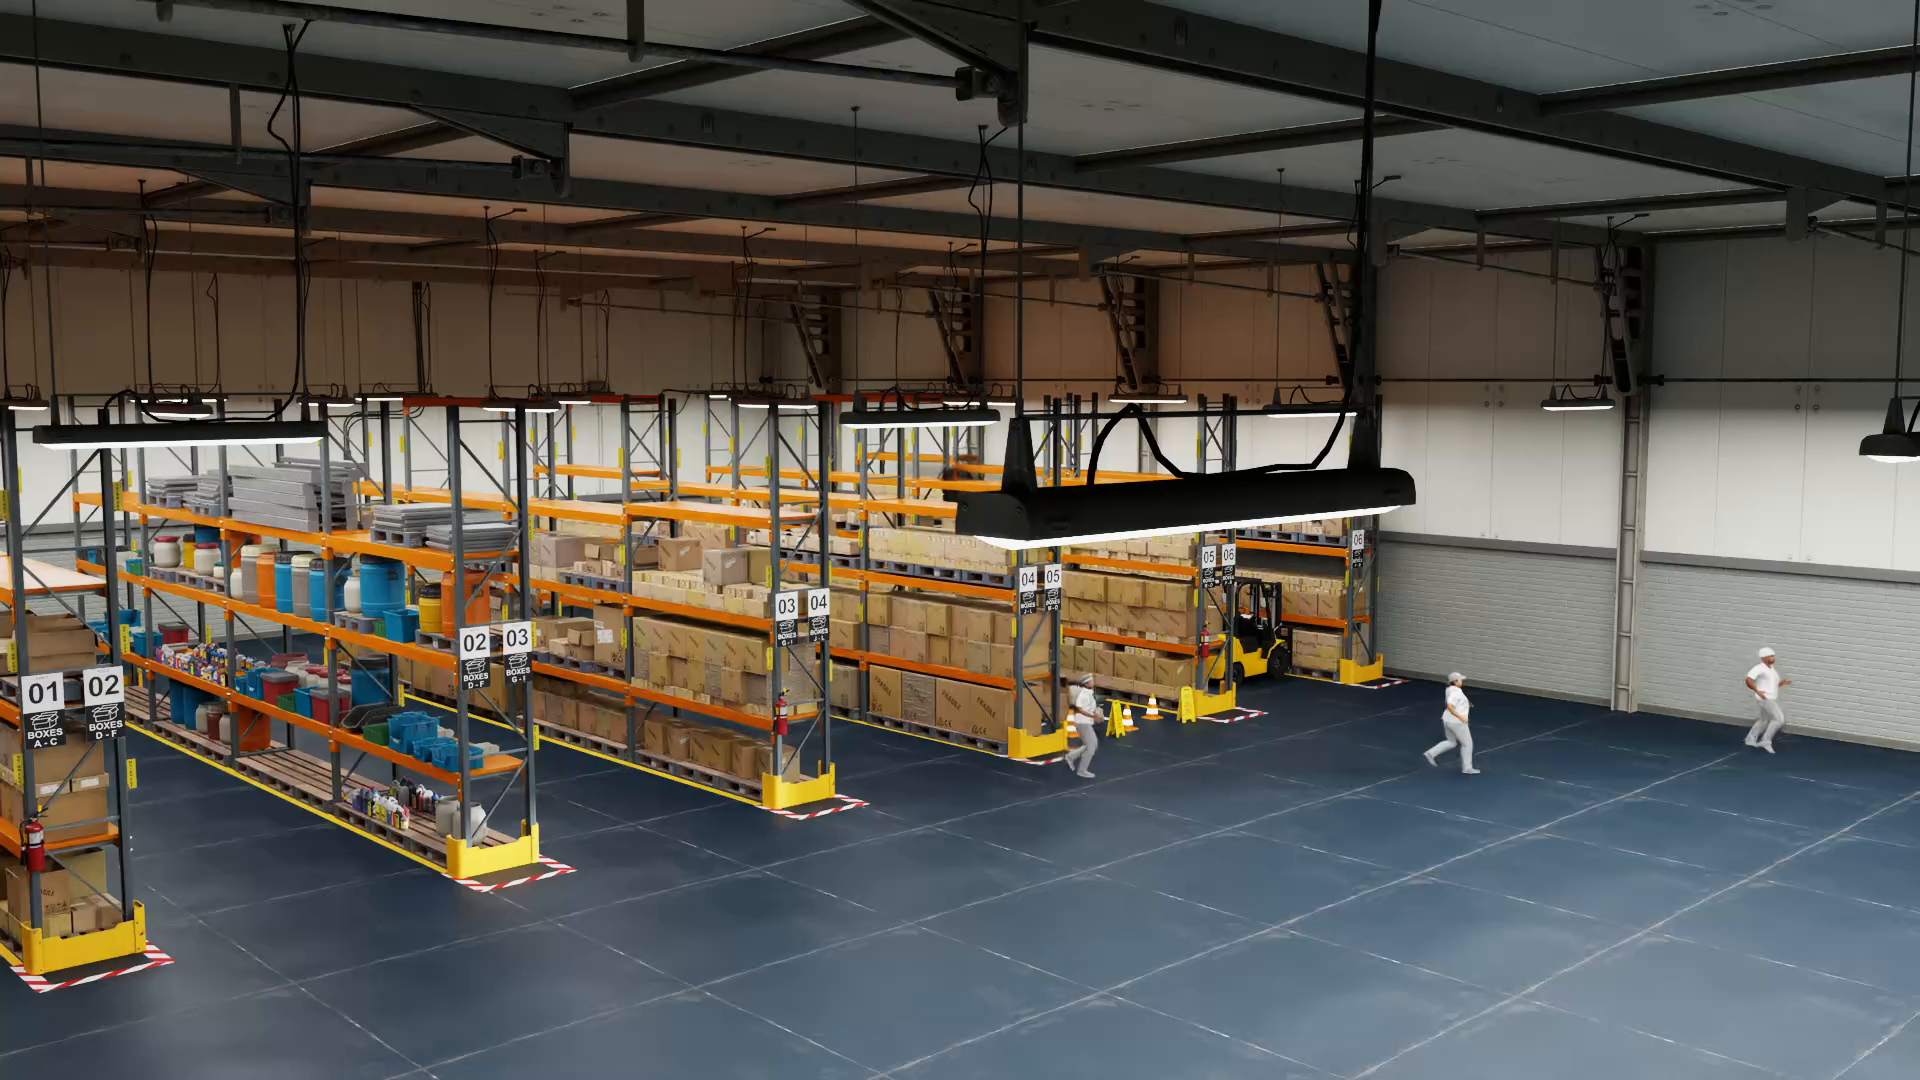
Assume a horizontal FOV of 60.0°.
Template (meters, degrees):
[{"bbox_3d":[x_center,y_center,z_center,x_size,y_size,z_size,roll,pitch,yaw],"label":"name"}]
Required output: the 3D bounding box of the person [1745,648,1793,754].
[{"bbox_3d":[13.729,2.732,28.240,0.696,1.809,0.674,4,7,35],"label":"person"}]

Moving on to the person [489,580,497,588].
[{"bbox_3d":[-11.121,1.719,39.224,0.767,1.703,0.612,0,6,-2],"label":"person"}]

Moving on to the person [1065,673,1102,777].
[{"bbox_3d":[1.992,2.950,26.674,0.609,1.647,0.605,1,6,14],"label":"person"}]

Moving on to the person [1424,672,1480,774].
[{"bbox_3d":[7.932,2.931,26.672,0.859,1.639,0.618,0,6,-1],"label":"person"}]
